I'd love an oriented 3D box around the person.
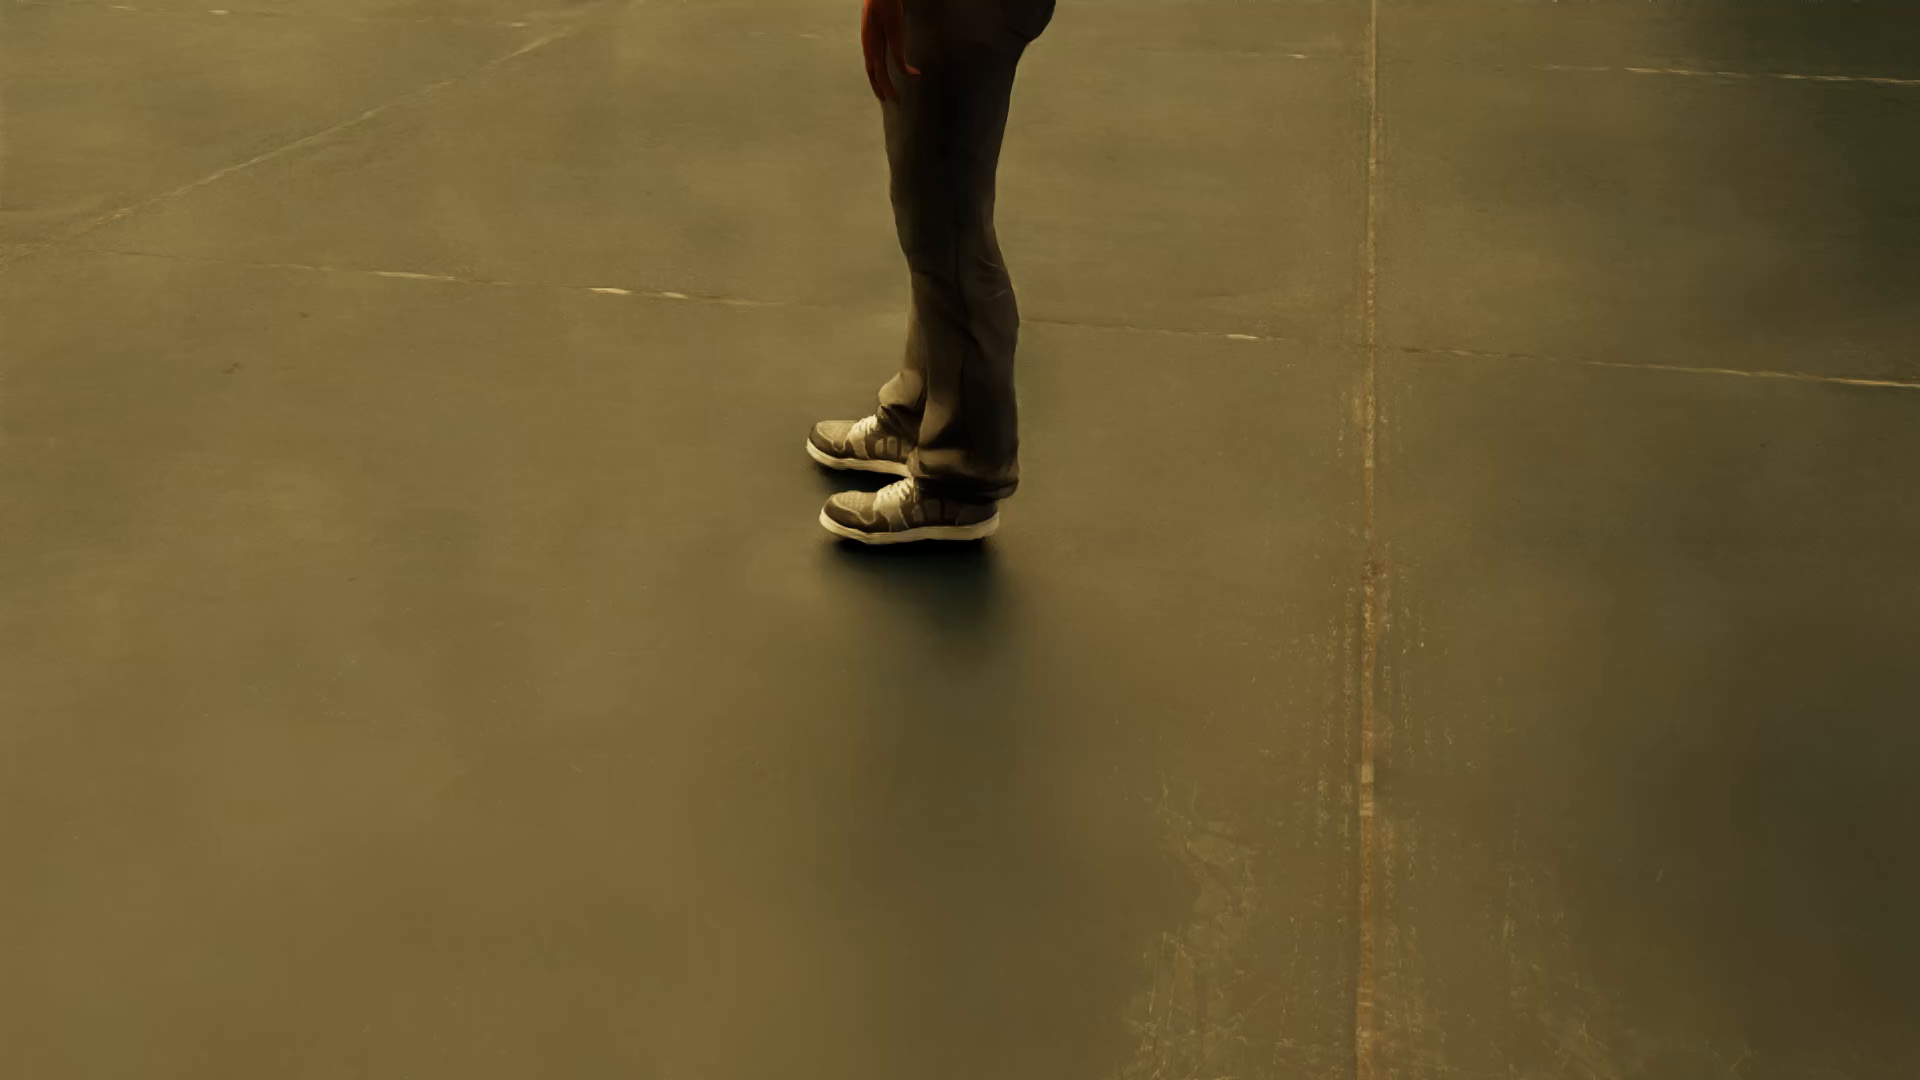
[{"bbox_3d":[-0.069,-0.733,2.164,0.474,1.597,0.521,6,27,11],"label":"person"}]
